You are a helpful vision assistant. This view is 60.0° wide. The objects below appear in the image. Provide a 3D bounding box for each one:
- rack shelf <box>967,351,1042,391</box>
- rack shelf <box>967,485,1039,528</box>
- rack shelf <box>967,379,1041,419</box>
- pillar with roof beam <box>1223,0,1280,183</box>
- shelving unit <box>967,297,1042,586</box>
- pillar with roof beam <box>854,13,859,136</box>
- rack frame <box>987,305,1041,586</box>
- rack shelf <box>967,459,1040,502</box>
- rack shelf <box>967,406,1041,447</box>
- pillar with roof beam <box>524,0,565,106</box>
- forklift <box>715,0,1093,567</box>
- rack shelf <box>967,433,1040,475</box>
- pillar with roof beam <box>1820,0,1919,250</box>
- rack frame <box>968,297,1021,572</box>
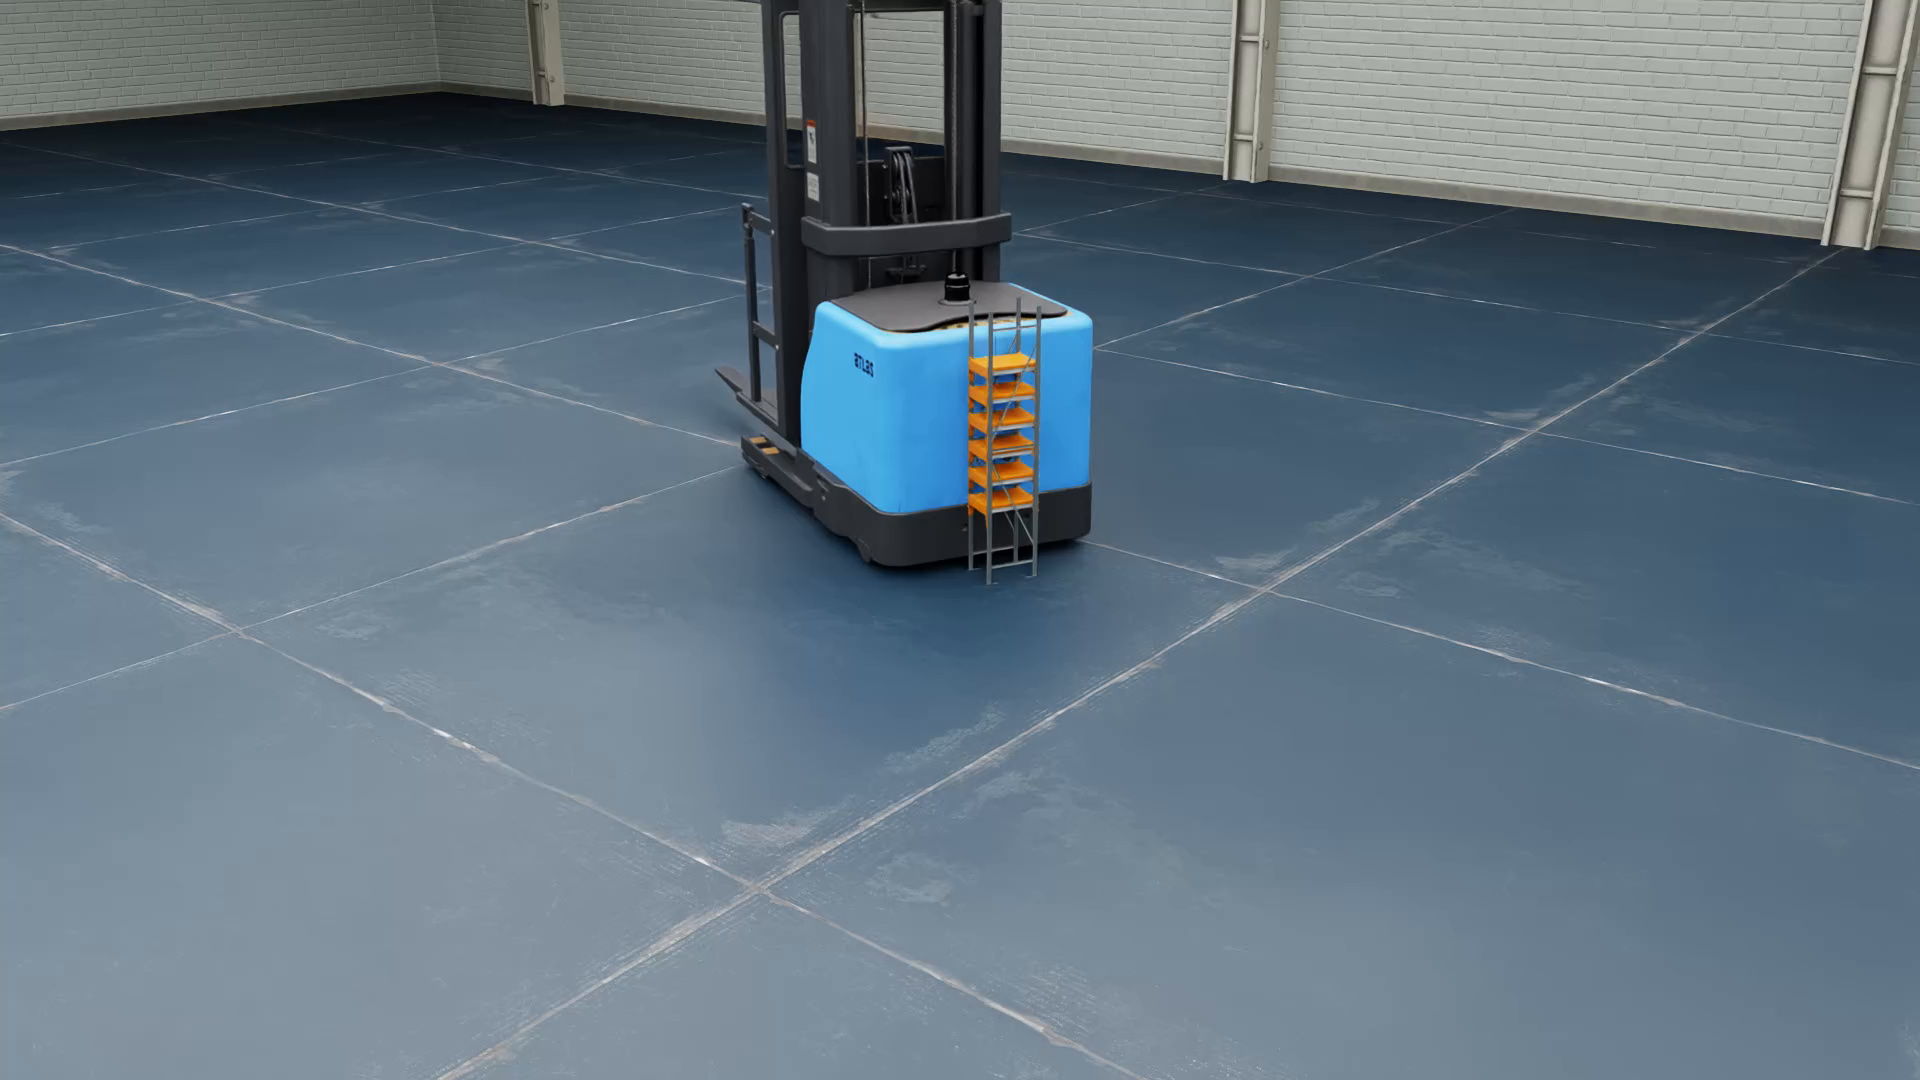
[{"bbox_3d":[0.185,-0.706,6.946,0.258,0.103,0.180,-9,23,-23],"label":"rack shelf"},{"bbox_3d":[0.185,-0.145,7.157,0.258,0.103,0.180,-9,23,-23],"label":"rack shelf"},{"bbox_3d":[0.185,-0.594,6.988,0.258,0.103,0.180,-9,23,-23],"label":"rack shelf"},{"bbox_3d":[0.375,-6.941,13.321,0.400,9.000,9.100,16,26,36],"label":"pillar with roof beam"},{"bbox_3d":[0.185,-0.411,7.057,0.258,1.200,0.189,-9,23,-23],"label":"shelving unit"},{"bbox_3d":[-4.273,-8.280,16.871,0.400,9.000,9.100,16,26,36],"label":"pillar with roof beam"},{"bbox_3d":[0.224,-0.382,6.979,0.240,1.200,0.006,-9,23,-23],"label":"rack frame"},{"bbox_3d":[0.185,-0.257,7.115,0.258,0.103,0.180,-9,23,-23],"label":"rack shelf"},{"bbox_3d":[0.185,-0.481,7.030,0.258,0.103,0.180,-9,23,-23],"label":"rack shelf"},{"bbox_3d":[-8.922,-9.618,20.421,0.400,9.000,9.100,16,26,36],"label":"pillar with roof beam"},{"bbox_3d":[-0.485,-1.738,8.124,1.130,2.935,3.031,-9,23,-23],"label":"forklift"},{"bbox_3d":[0.185,-0.369,7.073,0.258,0.103,0.180,-9,23,-23],"label":"rack shelf"},{"bbox_3d":[5.024,-5.603,9.772,0.400,9.000,9.100,16,26,36],"label":"pillar with roof beam"},{"bbox_3d":[0.147,-0.440,7.135,0.240,1.200,0.006,-9,23,-23],"label":"rack frame"}]
